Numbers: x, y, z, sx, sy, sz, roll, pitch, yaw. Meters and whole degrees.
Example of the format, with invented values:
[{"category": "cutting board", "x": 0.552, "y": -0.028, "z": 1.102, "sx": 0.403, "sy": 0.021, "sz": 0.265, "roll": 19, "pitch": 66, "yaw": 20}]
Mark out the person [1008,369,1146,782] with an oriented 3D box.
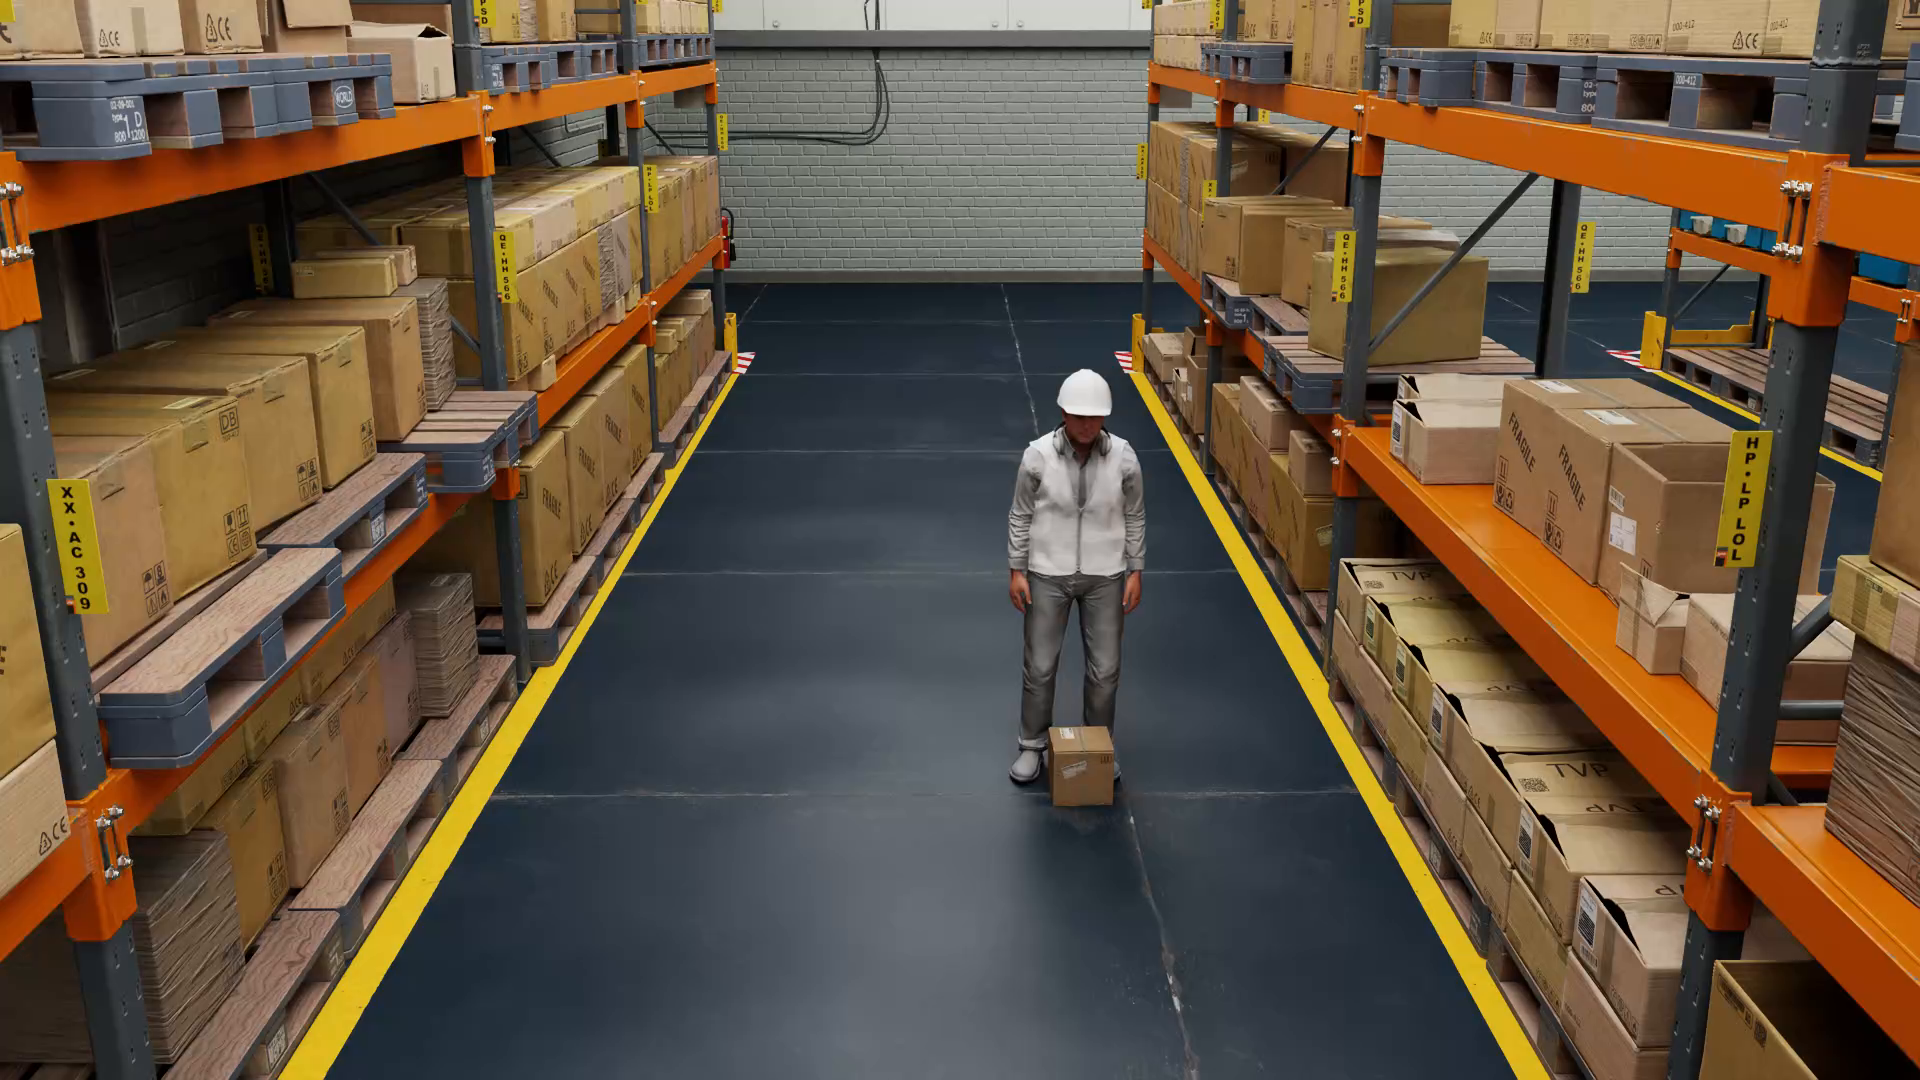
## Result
[{"category": "person", "x": 0.490, "y": 0.147, "z": 7.017, "sx": 0.580, "sy": 1.772, "sz": 0.460, "roll": 0, "pitch": 17, "yaw": 0}]
